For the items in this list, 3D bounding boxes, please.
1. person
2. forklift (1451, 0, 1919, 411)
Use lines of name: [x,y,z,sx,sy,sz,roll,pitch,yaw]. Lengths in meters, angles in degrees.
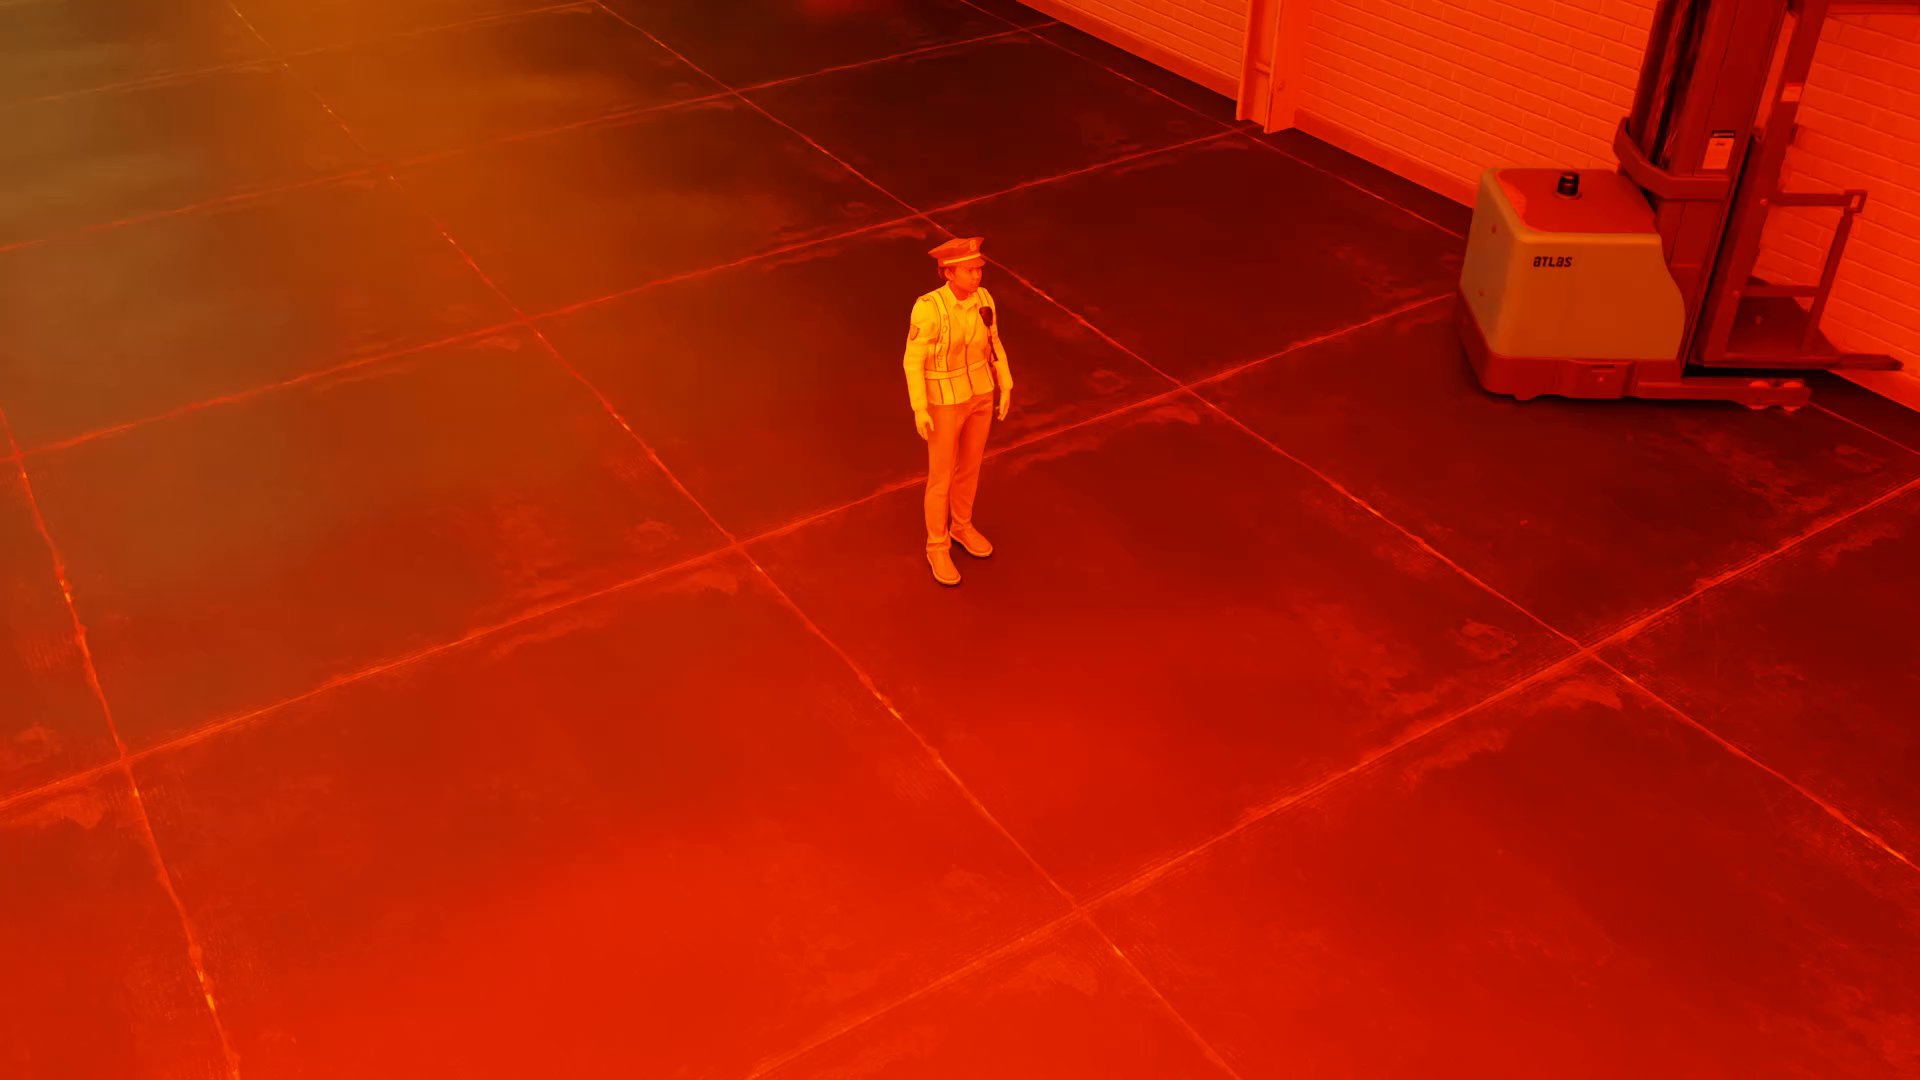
person: [0.032,-0.664,8.155,0.587,1.694,0.530,-21,40,-27]
forklift: [4.622,-2.274,9.384,3.031,2.935,1.130,1,35,2]
